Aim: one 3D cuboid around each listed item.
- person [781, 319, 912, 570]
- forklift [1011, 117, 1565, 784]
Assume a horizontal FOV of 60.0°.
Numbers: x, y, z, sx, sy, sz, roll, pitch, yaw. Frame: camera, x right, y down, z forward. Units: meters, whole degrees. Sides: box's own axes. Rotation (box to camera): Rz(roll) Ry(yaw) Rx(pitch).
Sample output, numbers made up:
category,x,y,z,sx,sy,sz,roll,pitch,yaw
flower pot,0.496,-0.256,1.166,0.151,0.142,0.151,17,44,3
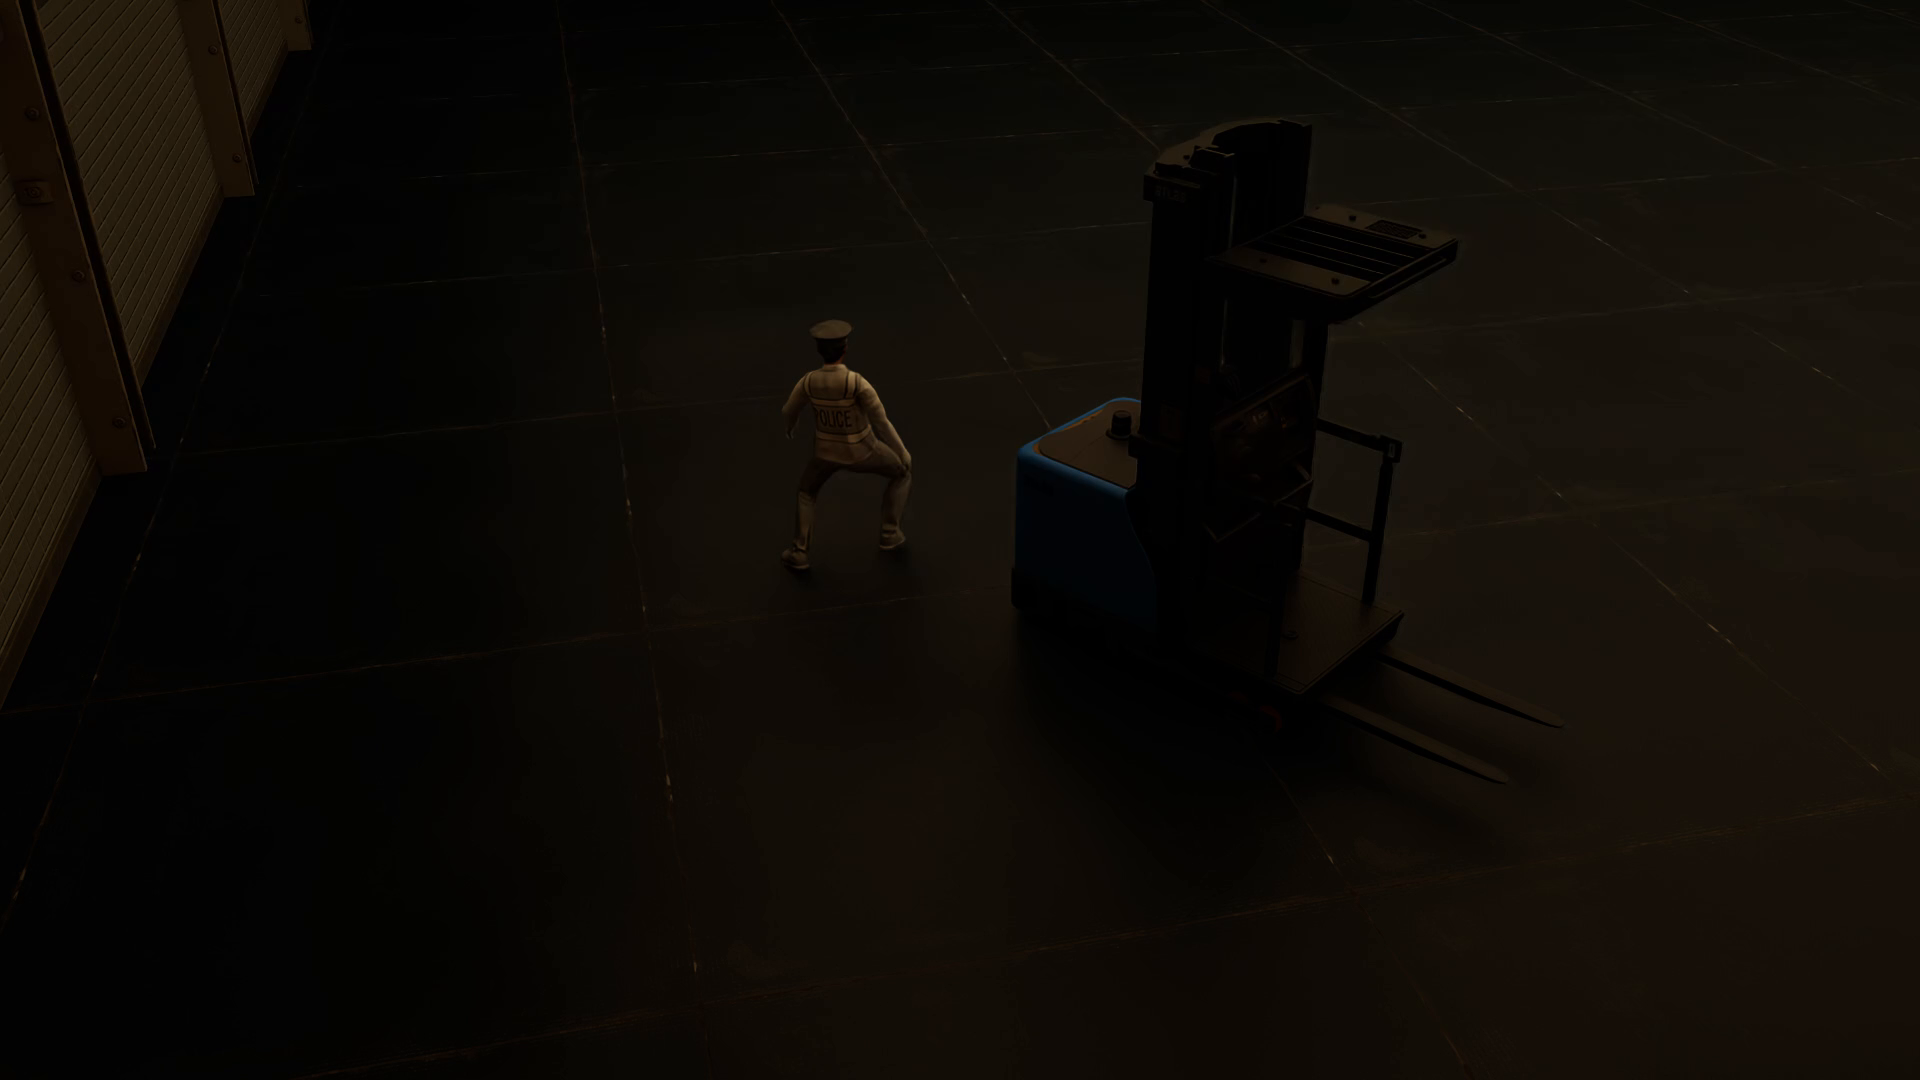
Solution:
category,x,y,z,sx,sy,sz,roll,pitch,yaw
person,-0.707,-0.565,9.965,0.869,1.558,0.612,10,32,17
forklift,1.731,-0.532,8.494,3.031,2.935,1.130,24,38,35
